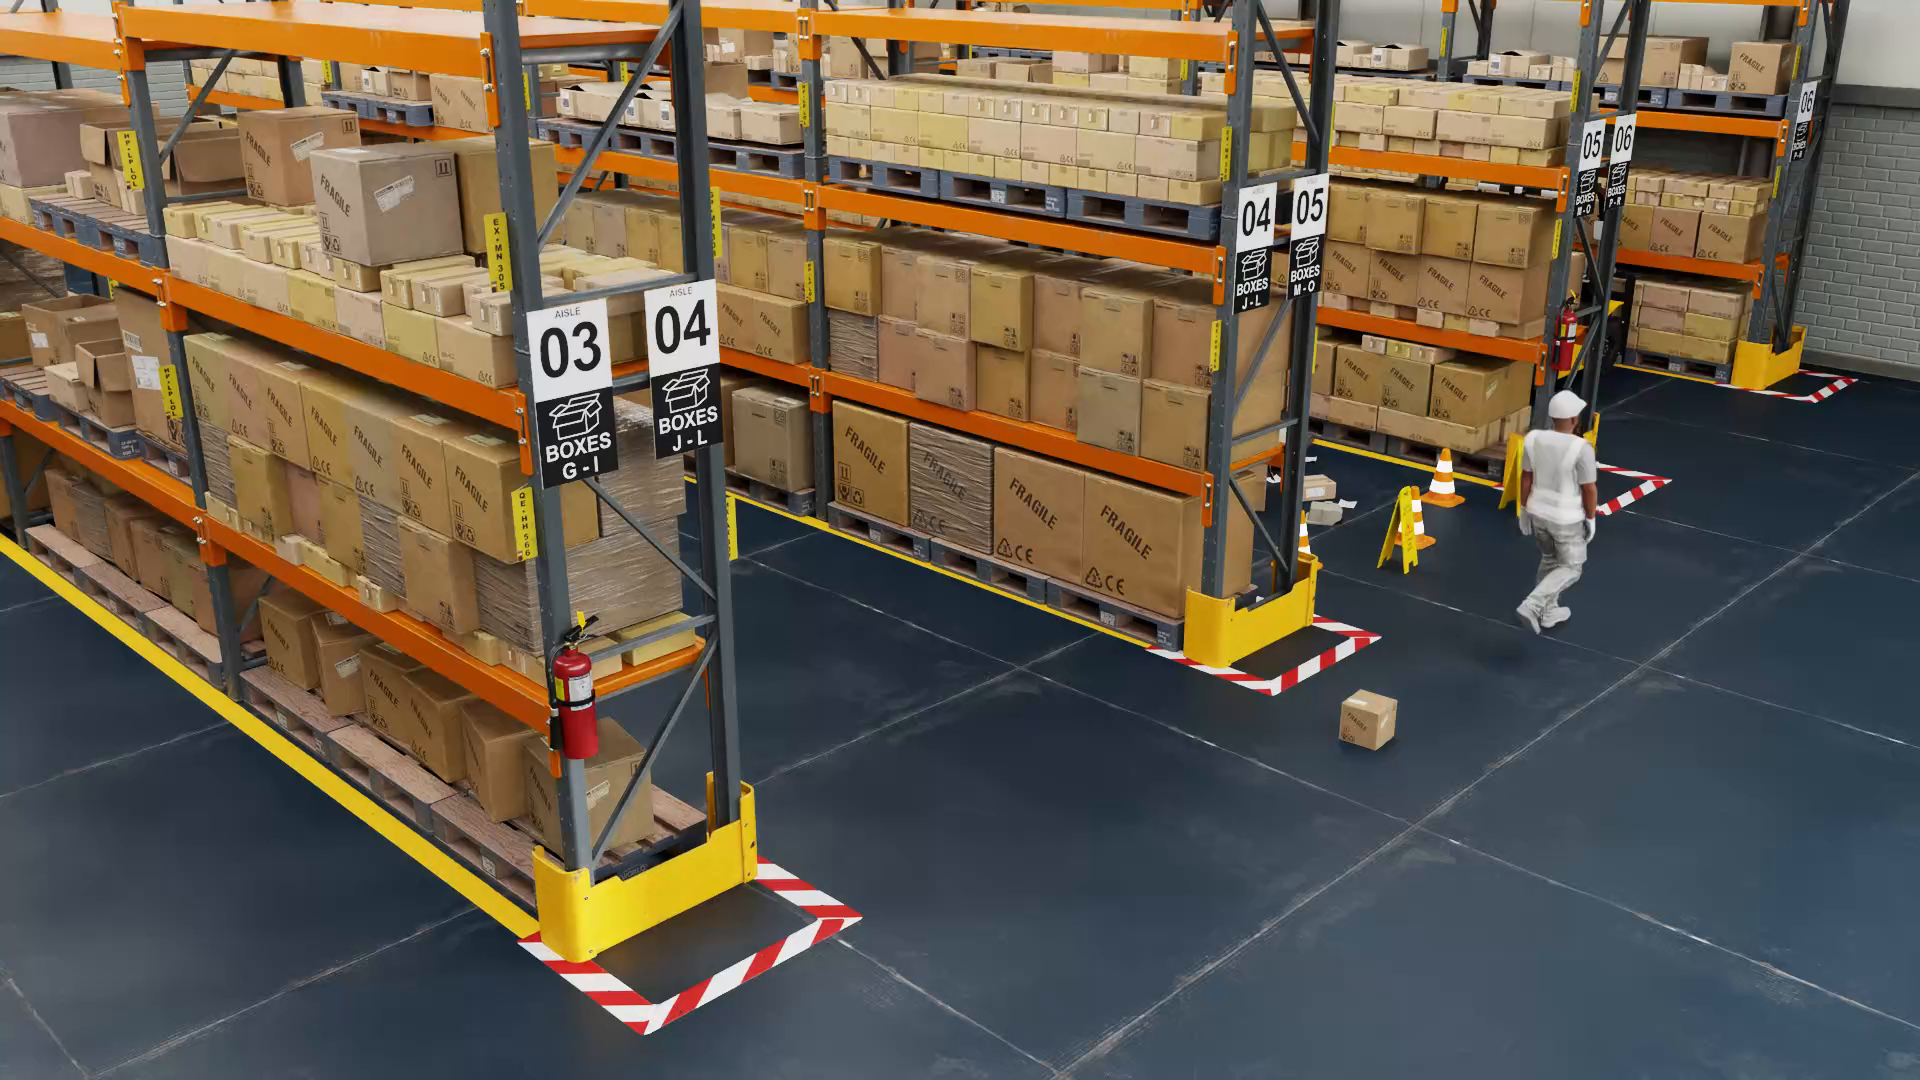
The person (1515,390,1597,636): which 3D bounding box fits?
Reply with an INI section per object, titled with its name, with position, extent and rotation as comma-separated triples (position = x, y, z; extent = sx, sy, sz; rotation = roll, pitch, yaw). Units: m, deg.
[person]
position = 4.113, -0.171, 11.488
extent = 0.795, 1.765, 0.548
rotation = -13, 24, -32
